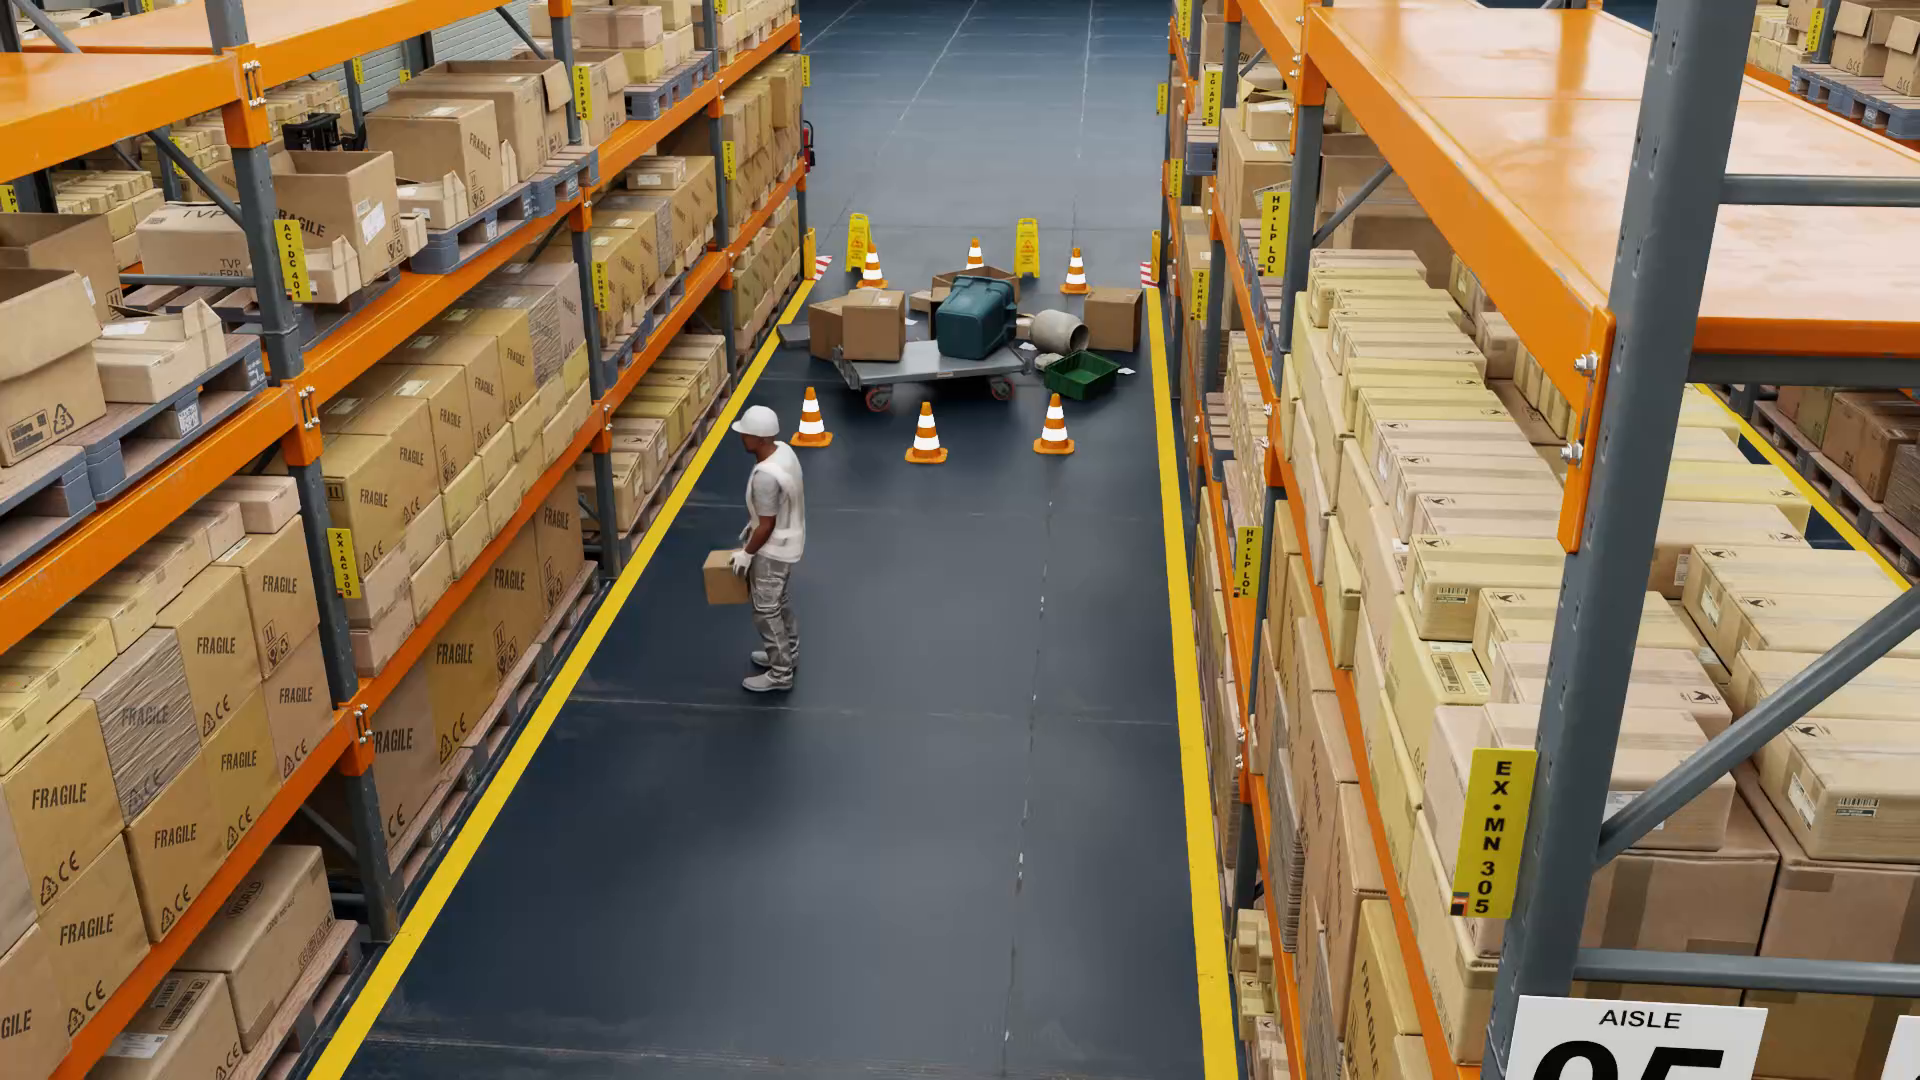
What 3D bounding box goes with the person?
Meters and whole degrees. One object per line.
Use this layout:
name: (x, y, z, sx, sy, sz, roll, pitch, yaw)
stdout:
person: (-1.134, 0.044, 9.891, 0.430, 1.784, 0.565, 1, 24, 3)
